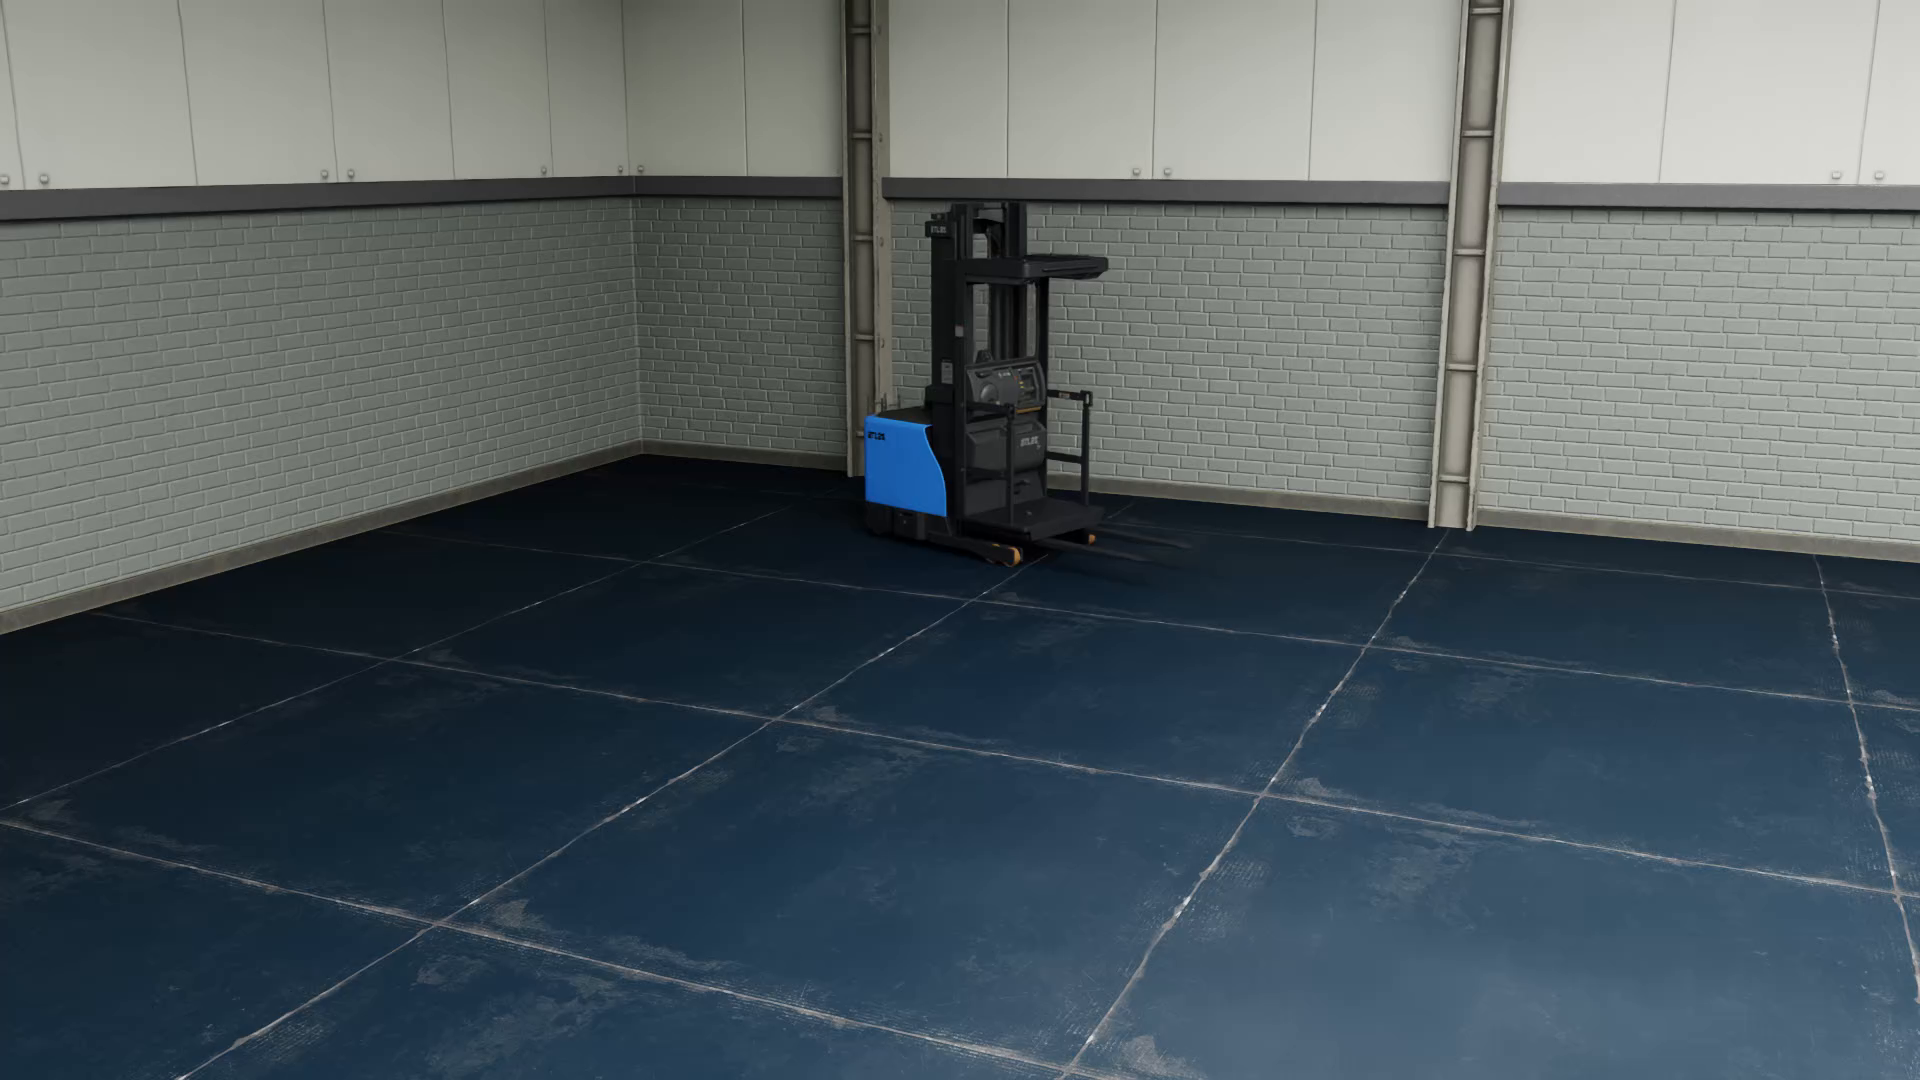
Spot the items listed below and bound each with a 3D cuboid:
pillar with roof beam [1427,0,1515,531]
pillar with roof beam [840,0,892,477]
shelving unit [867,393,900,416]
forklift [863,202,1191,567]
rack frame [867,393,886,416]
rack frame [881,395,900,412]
[{"bbox_3d":[2.787,-3.613,10.455,0.400,9.000,9.100,6,14,23],"label":"pillar with roof beam"},{"bbox_3d":[-2.699,-4.169,12.821,0.400,9.000,9.100,6,14,23],"label":"pillar with roof beam"},{"bbox_3d":[-0.695,-0.730,15.239,0.189,1.200,0.258,12,18,41],"label":"shelving unit"},{"bbox_3d":[0.553,-1.338,14.041,3.031,2.935,1.130,12,18,41],"label":"forklift"},{"bbox_3d":[-0.762,-0.744,15.300,0.006,1.200,0.240,12,18,41],"label":"rack frame"},{"bbox_3d":[-0.628,-0.716,15.179,0.006,1.200,0.240,12,18,41],"label":"rack frame"}]
